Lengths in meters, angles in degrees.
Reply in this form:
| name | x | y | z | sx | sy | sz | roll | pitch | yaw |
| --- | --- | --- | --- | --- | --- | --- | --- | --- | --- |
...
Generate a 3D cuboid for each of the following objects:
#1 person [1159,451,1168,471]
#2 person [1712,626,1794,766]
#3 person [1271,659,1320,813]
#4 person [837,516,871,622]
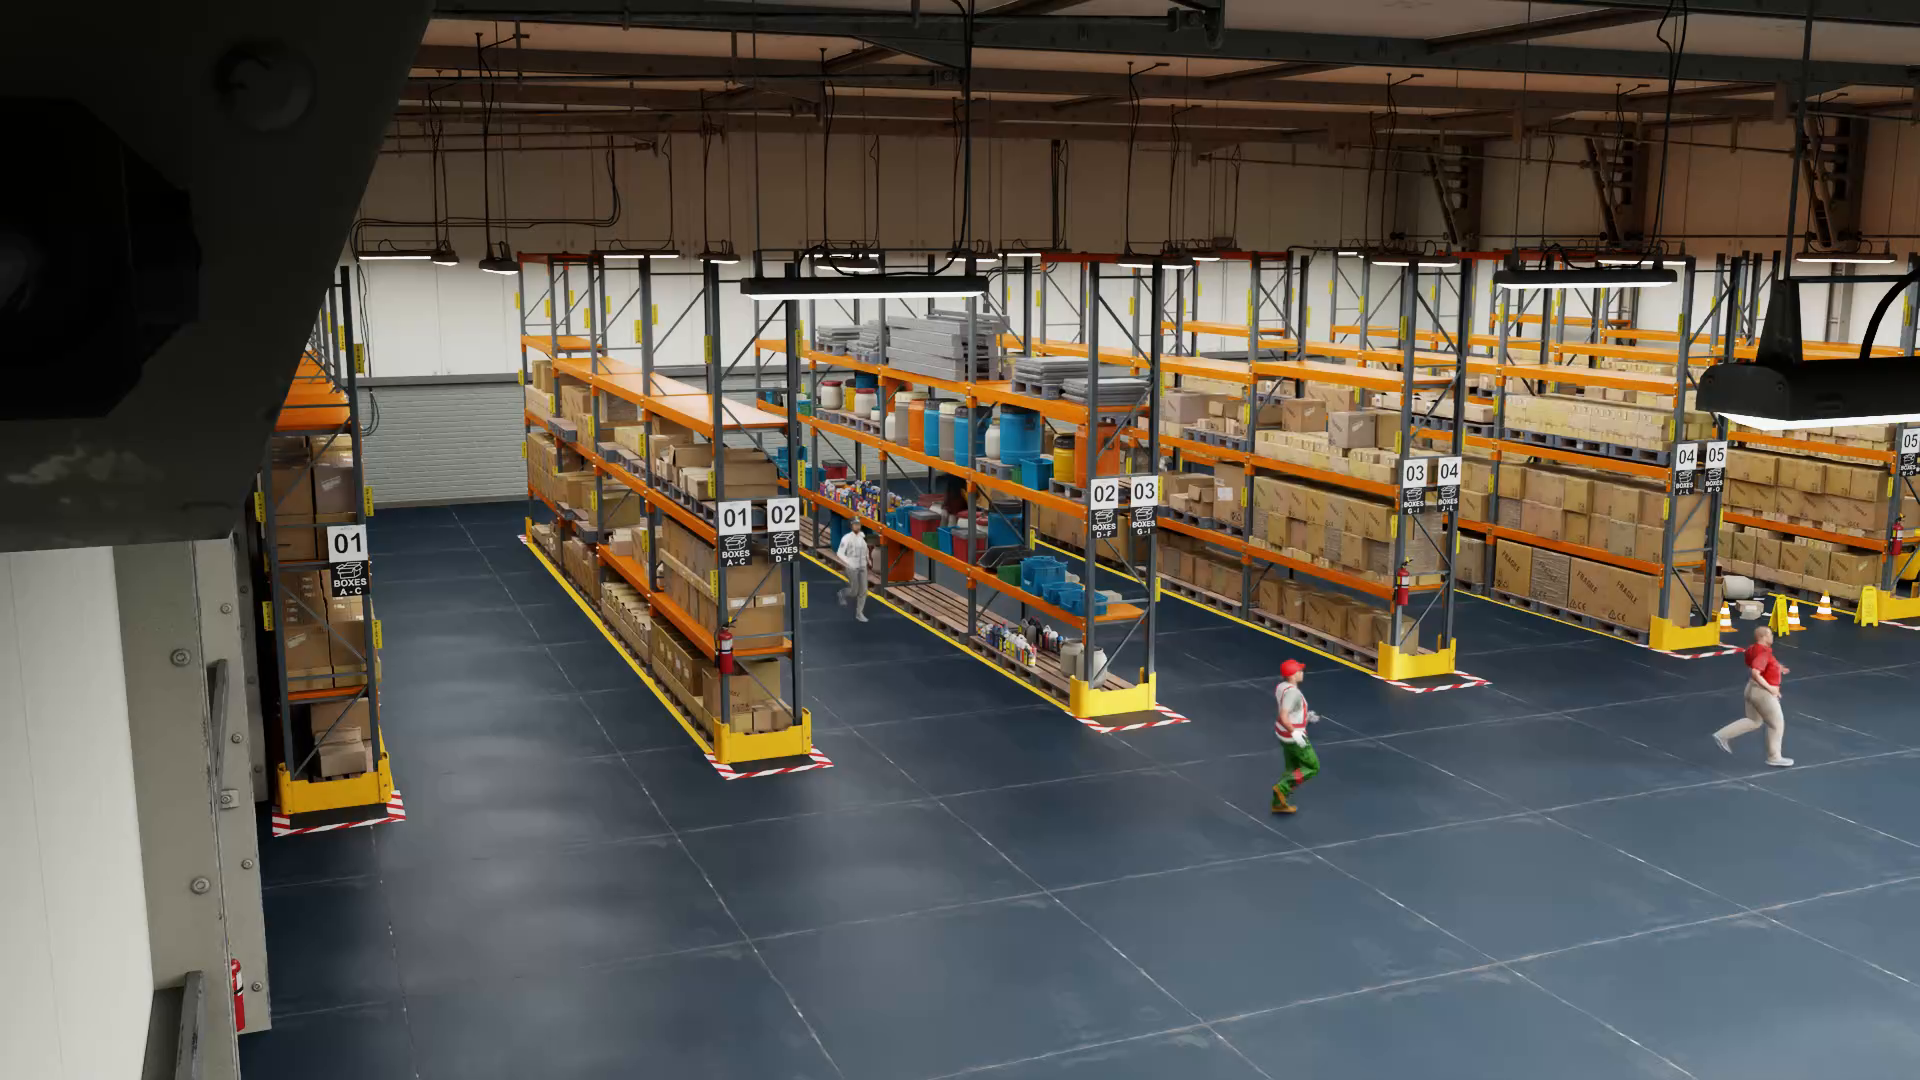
| name | x | y | z | sx | sy | sz | roll | pitch | yaw |
| --- | --- | --- | --- | --- | --- | --- | --- | --- | --- |
| person | 4.457 | -1.260 | 37.632 | 0.545 | 1.592 | 0.740 | -3 | 11 | -17 |
| person | 9.633 | 1.870 | 20.049 | 0.921 | 1.696 | 0.674 | 1 | 10 | 5 |
| person | 3.711 | 2.165 | 18.337 | 0.577 | 1.740 | 0.650 | -1 | 10 | -6 |
| person | -1.671 | 0.429 | 26.490 | 0.617 | 1.682 | 0.696 | -8 | 13 | -37 |
